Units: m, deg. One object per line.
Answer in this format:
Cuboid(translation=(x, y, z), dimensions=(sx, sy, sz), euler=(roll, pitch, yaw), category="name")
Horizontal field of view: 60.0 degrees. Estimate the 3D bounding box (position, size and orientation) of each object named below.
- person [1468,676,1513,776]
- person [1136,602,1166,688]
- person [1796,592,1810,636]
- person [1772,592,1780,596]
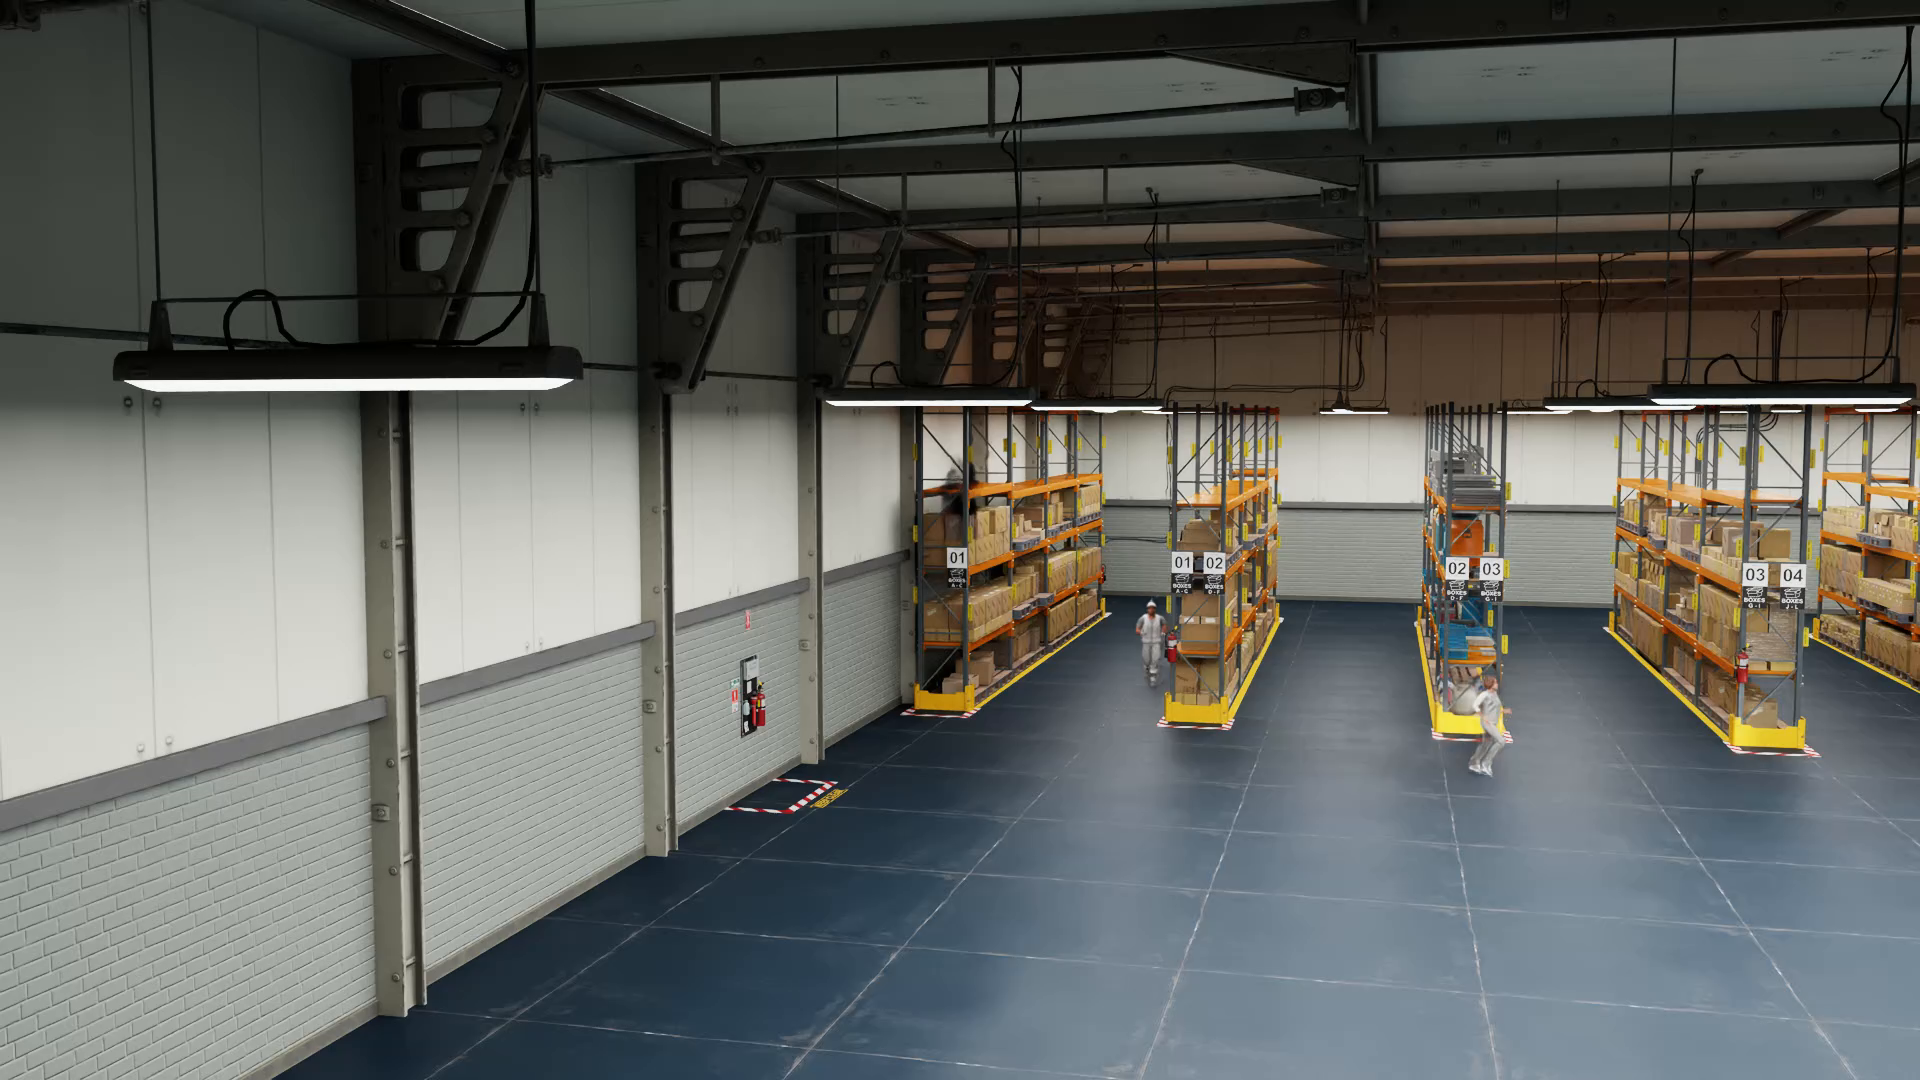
Cuboid(translation=(8.468, 2.973, 26.563), dimensions=(0.666, 1.579, 0.512), euler=(2, 5, 31), category="person")
Cuboid(translation=(4.071, 2.198, 35.383), dimensions=(0.654, 1.776, 0.985), euler=(0, 4, 4), category="person")
Cuboid(translation=(20.382, 1.859, 40.616), dimensions=(0.631, 1.774, 0.802), euler=(1, 4, 10), category="person")
Cuboid(translation=(20.652, 1.721, 42.026), dimensions=(0.662, 1.806, 0.902), euler=(1, 4, 15), category="person")
